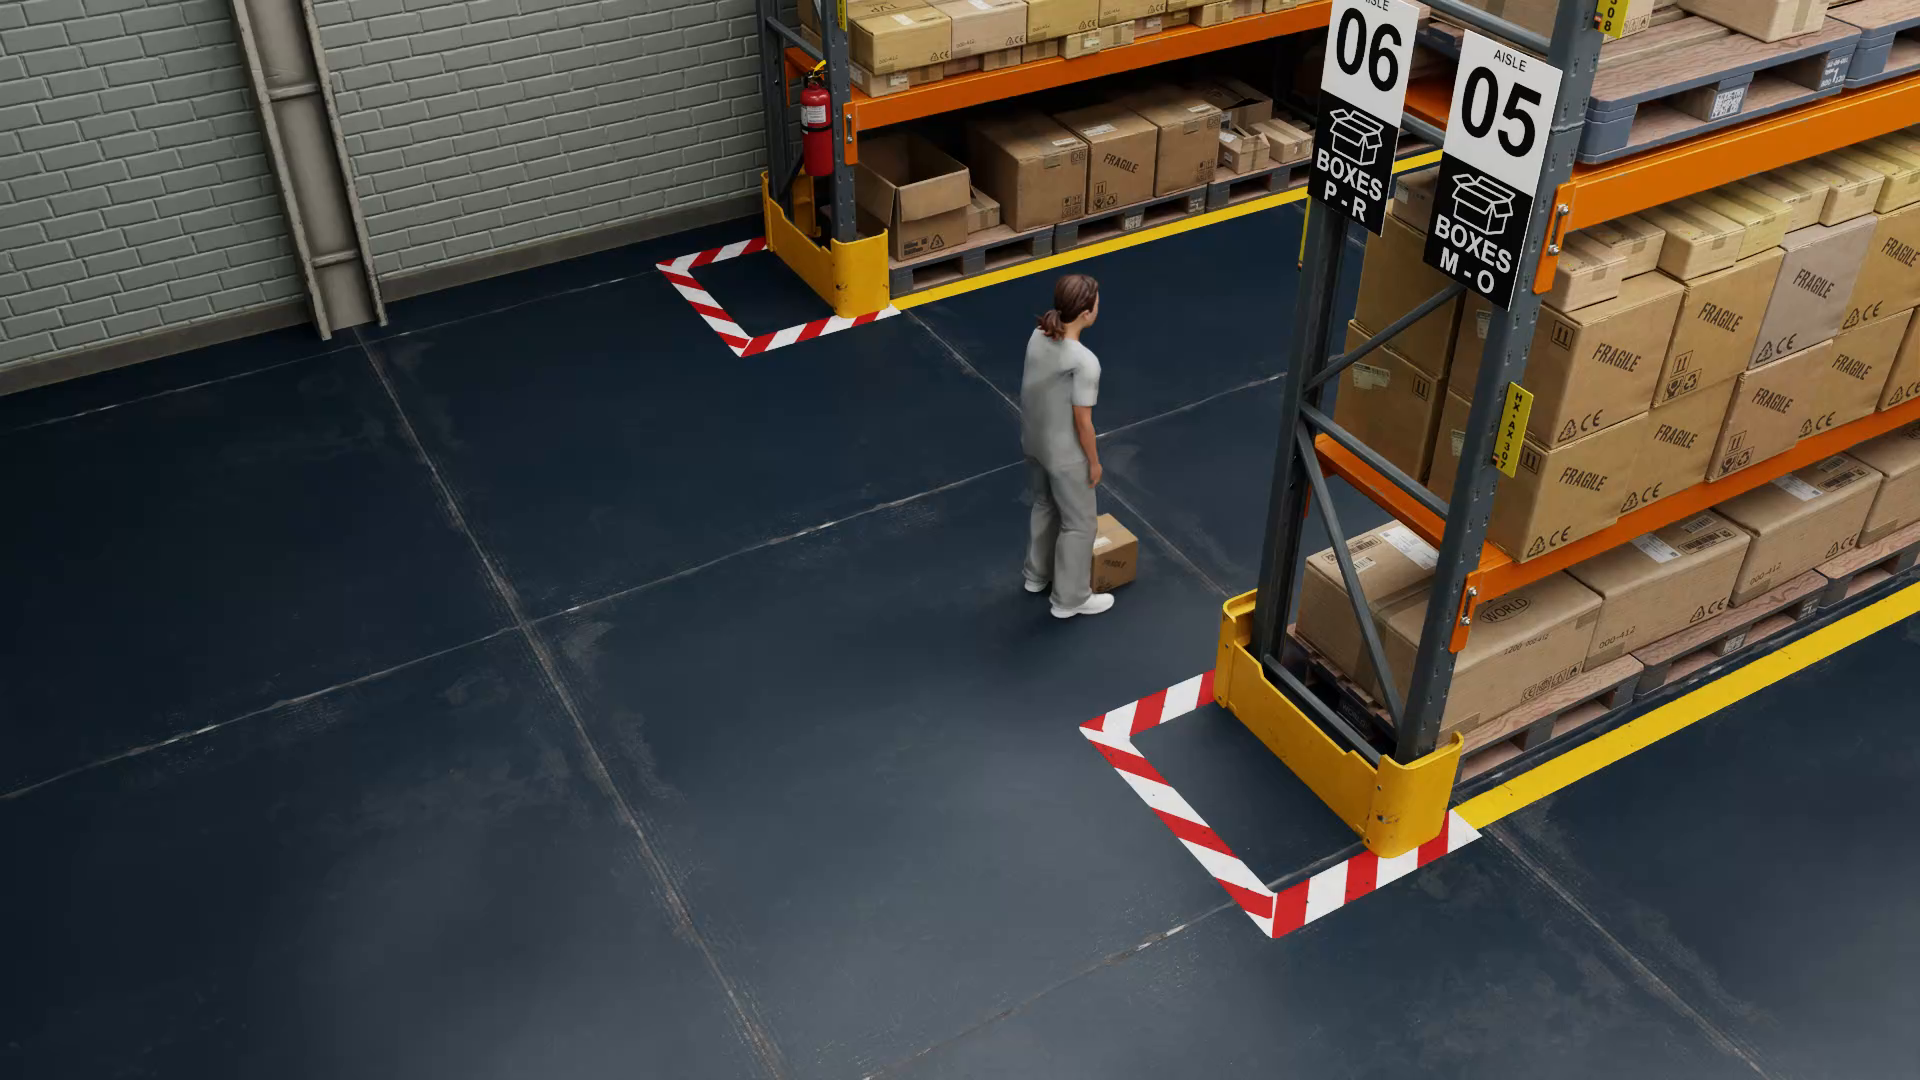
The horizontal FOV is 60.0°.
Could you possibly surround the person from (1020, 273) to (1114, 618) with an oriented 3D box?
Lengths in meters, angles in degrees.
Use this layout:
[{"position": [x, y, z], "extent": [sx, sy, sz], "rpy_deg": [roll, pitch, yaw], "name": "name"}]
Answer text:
[{"position": [0.468, -0.418, 7.485], "extent": [0.364, 1.671, 0.501], "rpy_deg": [-21, 42, -26], "name": "person"}]
